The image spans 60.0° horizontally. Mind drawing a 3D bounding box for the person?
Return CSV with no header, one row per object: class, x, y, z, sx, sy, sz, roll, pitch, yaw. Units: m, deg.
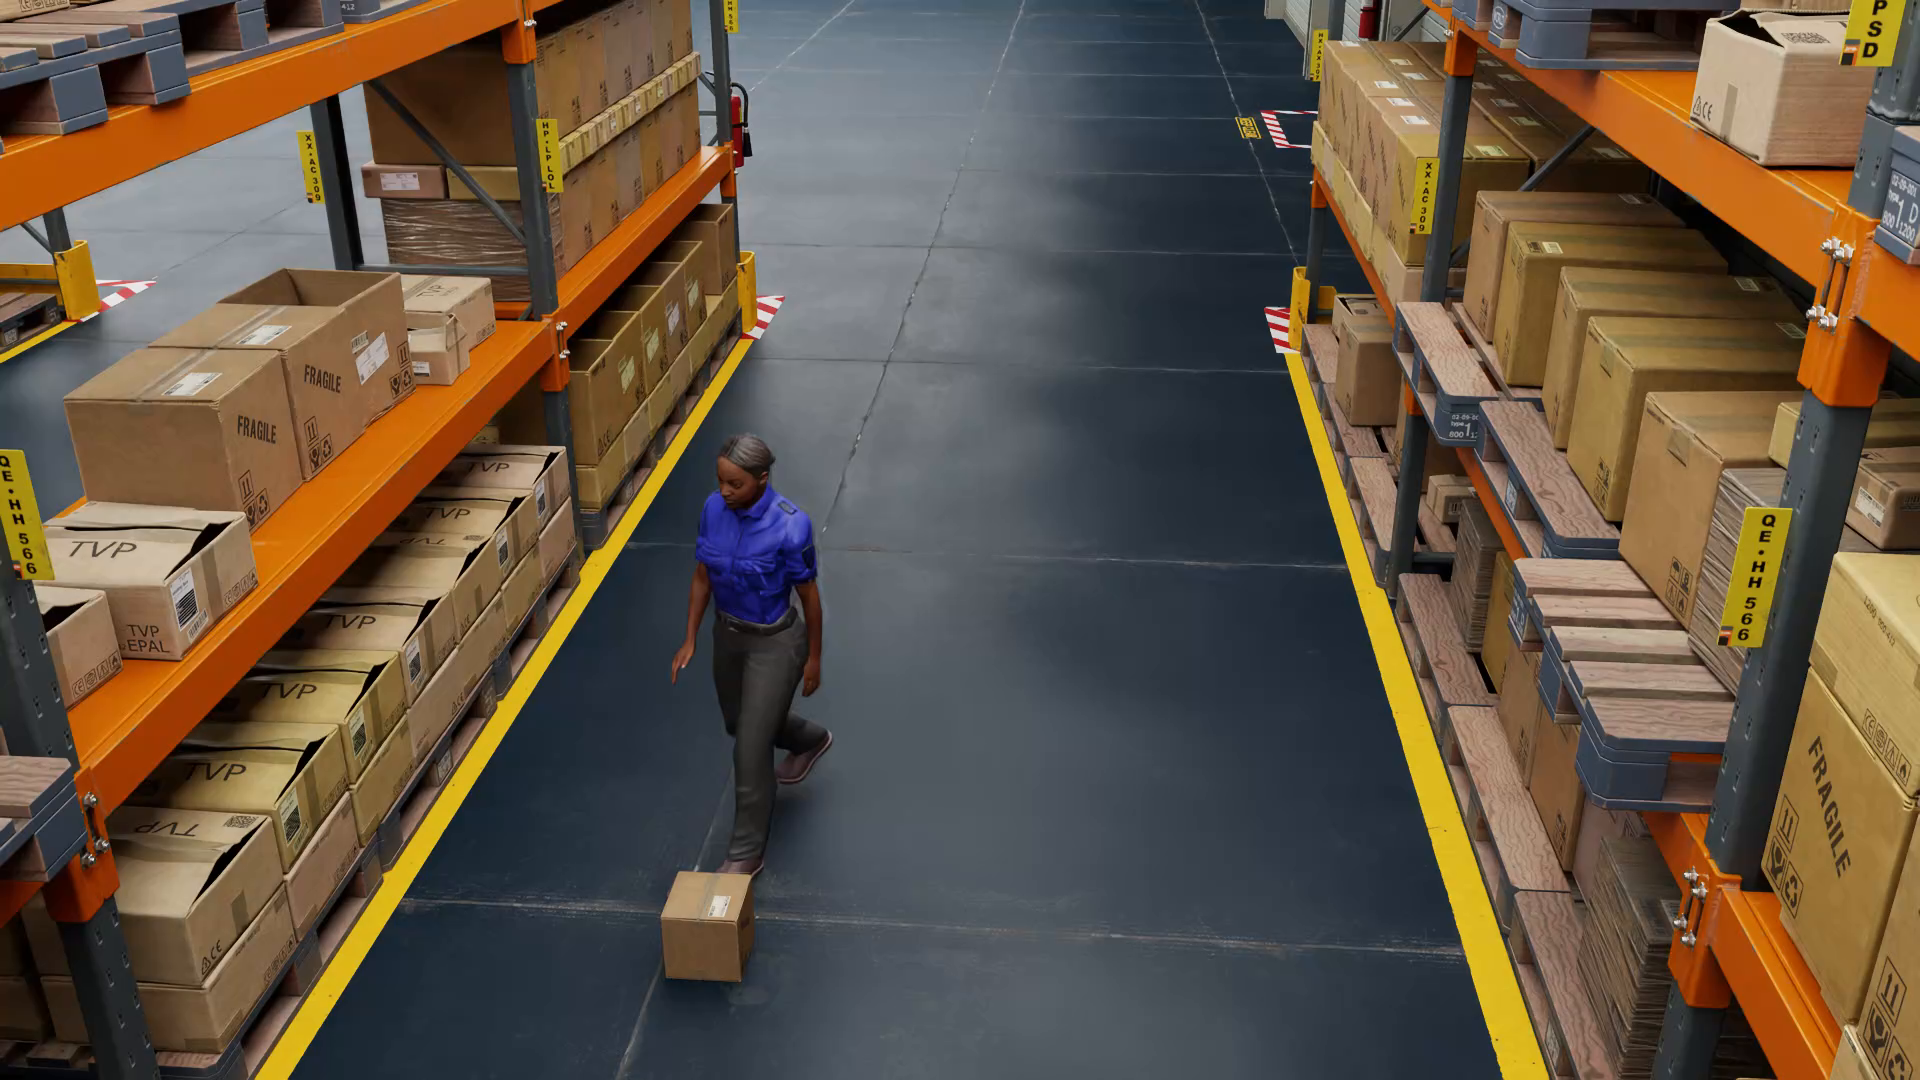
person,-0.701,0.355,5.824,0.448,1.620,0.904,16,29,32
